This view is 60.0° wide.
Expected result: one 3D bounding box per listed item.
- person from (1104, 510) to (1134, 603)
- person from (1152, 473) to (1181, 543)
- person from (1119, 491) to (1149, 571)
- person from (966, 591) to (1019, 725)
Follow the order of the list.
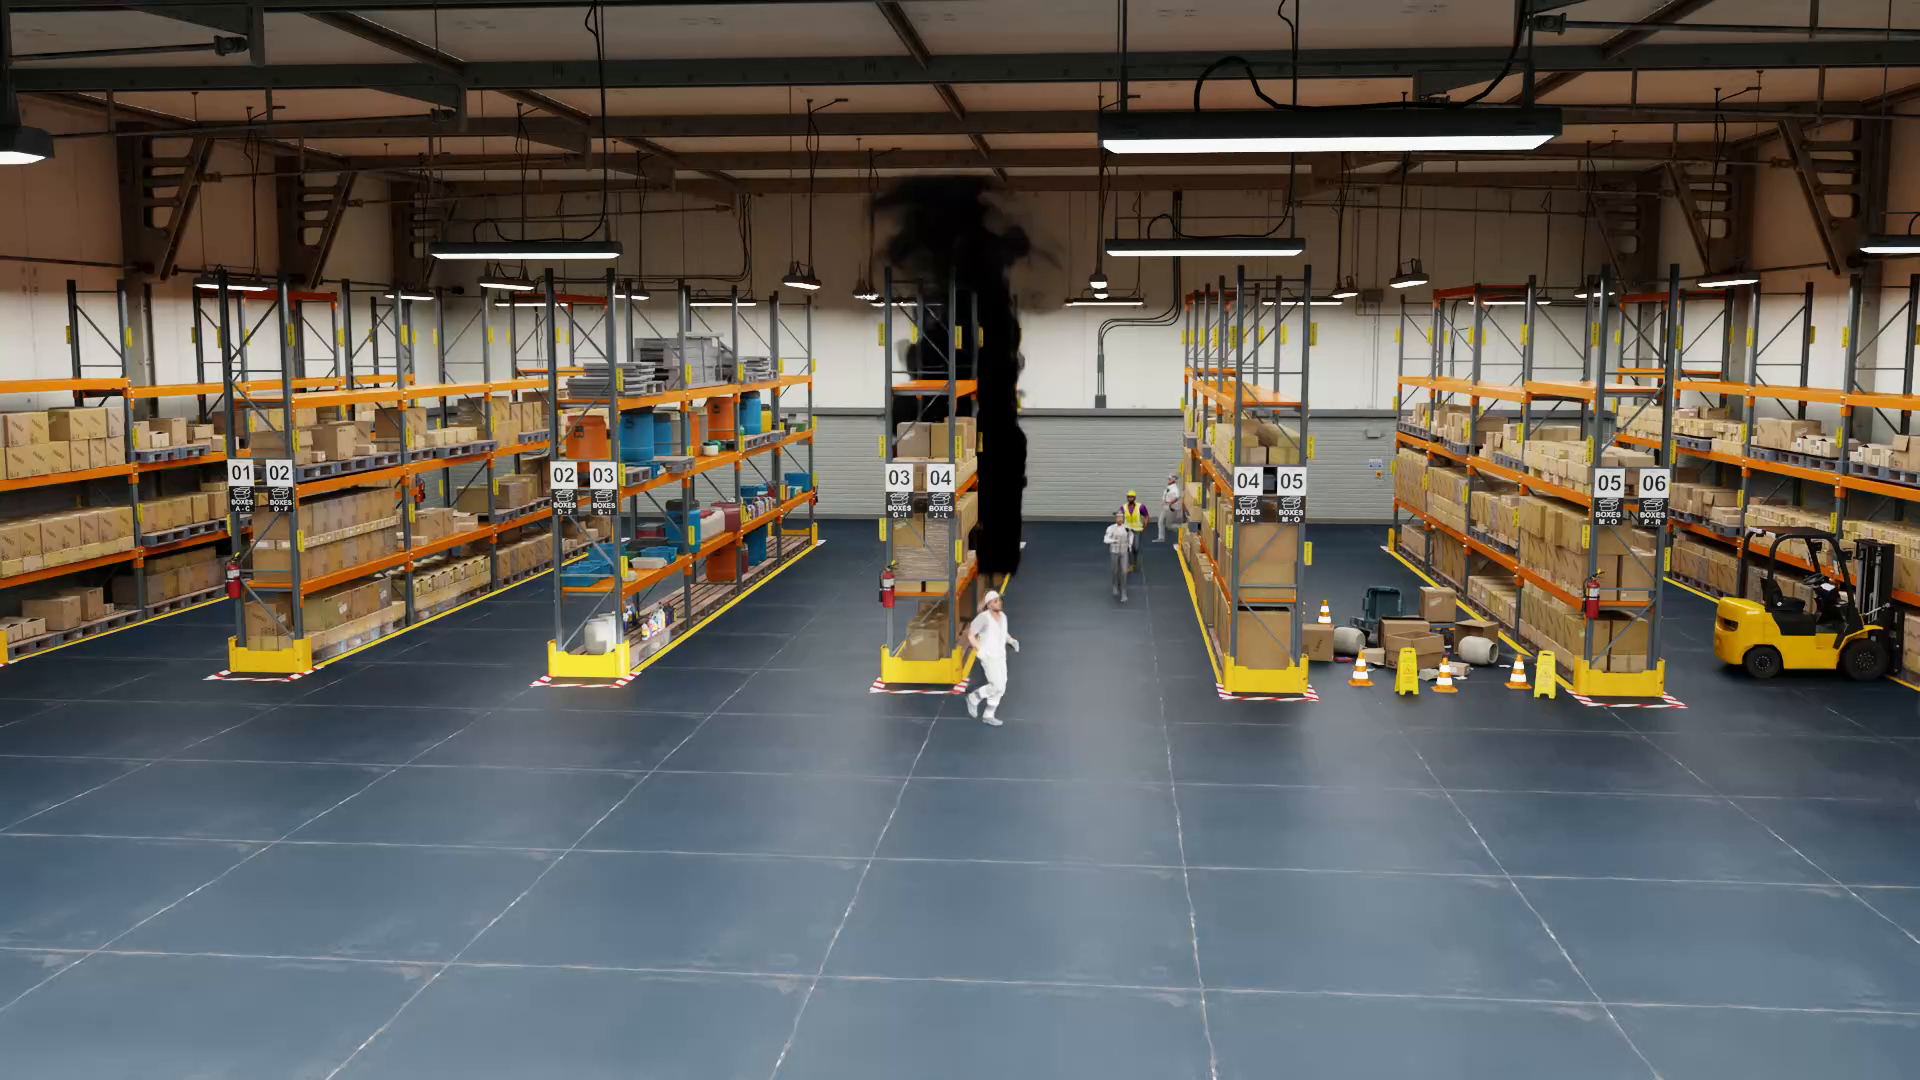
[{"bbox_3d":[3.053,0.282,31.882,0.602,1.729,0.812,0,7,-1],"label":"person"},{"bbox_3d":[5.122,-0.761,40.346,0.853,1.741,0.708,-1,7,-5],"label":"person"},{"bbox_3d":[3.713,-0.194,35.810,0.698,1.729,0.546,1,7,11],"label":"person"},{"bbox_3d":[0.432,1.524,21.592,0.631,1.751,0.645,6,9,41],"label":"person"}]
